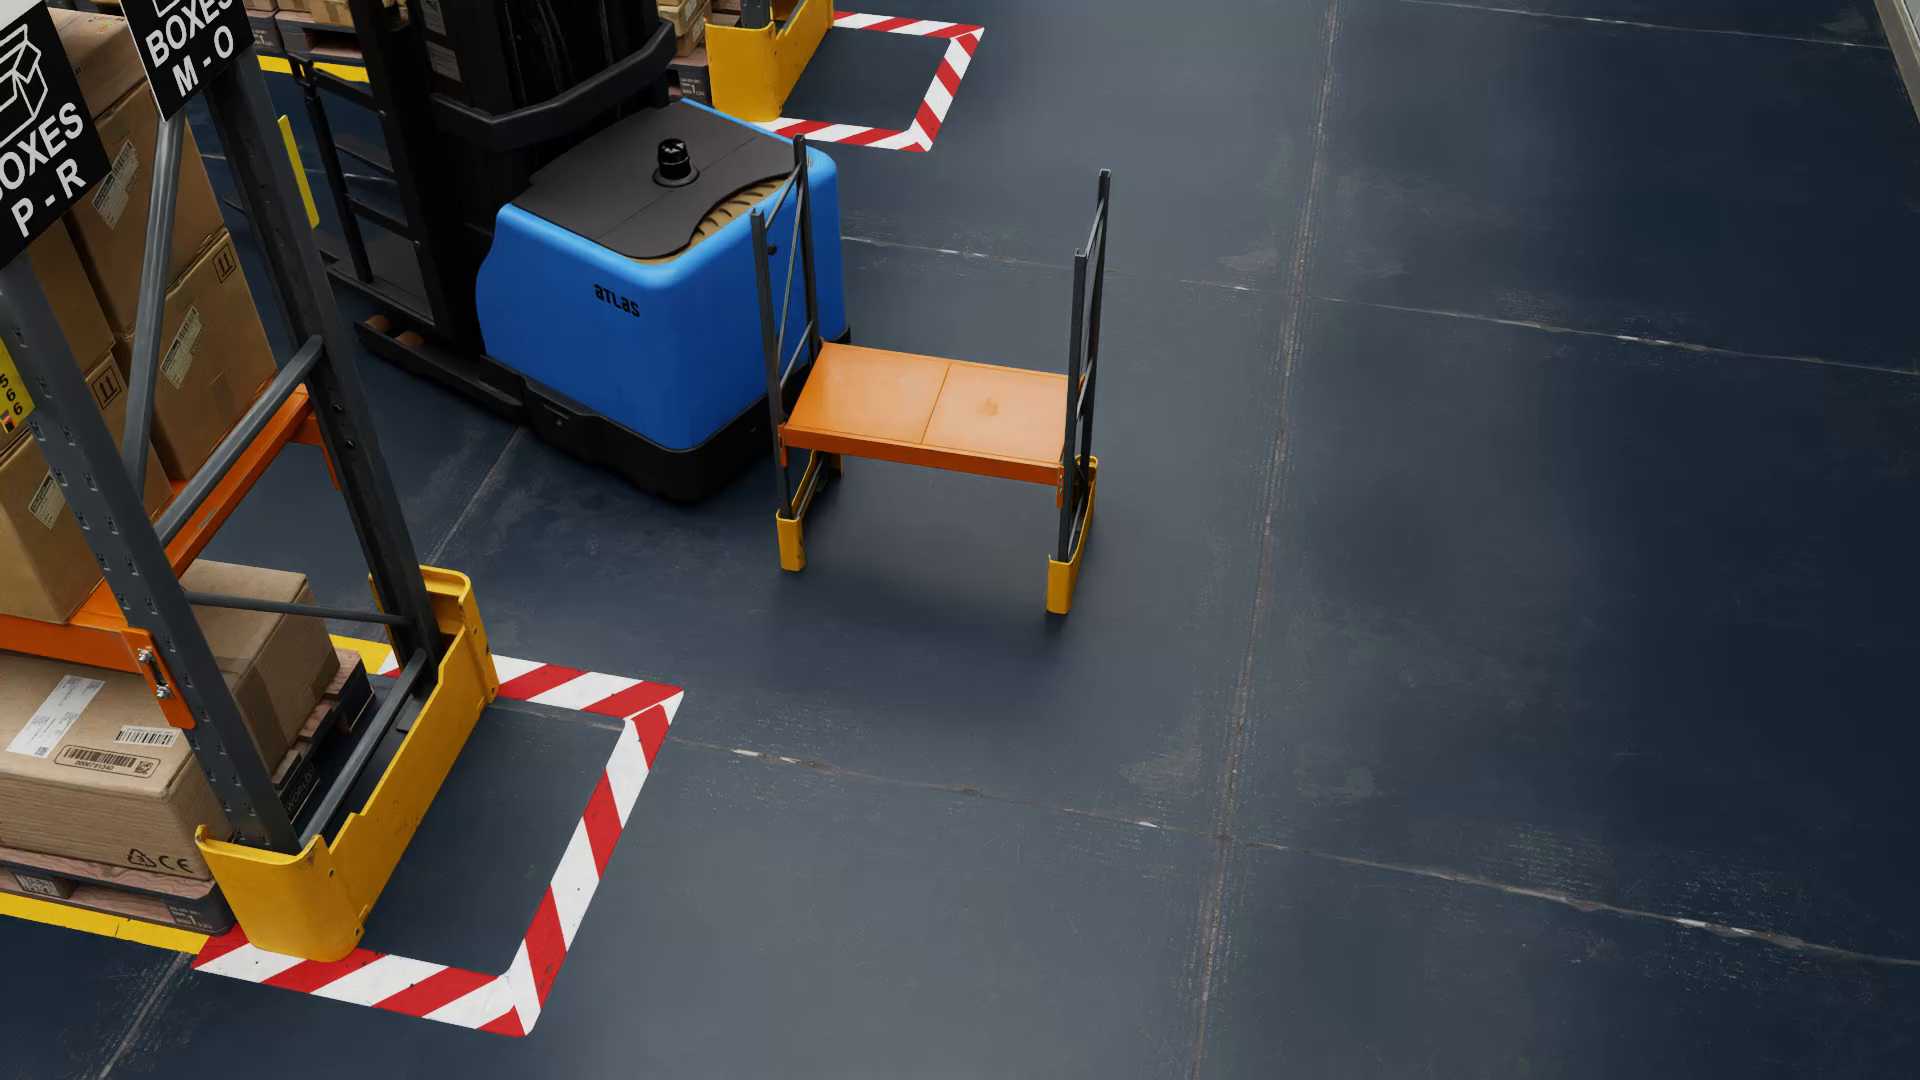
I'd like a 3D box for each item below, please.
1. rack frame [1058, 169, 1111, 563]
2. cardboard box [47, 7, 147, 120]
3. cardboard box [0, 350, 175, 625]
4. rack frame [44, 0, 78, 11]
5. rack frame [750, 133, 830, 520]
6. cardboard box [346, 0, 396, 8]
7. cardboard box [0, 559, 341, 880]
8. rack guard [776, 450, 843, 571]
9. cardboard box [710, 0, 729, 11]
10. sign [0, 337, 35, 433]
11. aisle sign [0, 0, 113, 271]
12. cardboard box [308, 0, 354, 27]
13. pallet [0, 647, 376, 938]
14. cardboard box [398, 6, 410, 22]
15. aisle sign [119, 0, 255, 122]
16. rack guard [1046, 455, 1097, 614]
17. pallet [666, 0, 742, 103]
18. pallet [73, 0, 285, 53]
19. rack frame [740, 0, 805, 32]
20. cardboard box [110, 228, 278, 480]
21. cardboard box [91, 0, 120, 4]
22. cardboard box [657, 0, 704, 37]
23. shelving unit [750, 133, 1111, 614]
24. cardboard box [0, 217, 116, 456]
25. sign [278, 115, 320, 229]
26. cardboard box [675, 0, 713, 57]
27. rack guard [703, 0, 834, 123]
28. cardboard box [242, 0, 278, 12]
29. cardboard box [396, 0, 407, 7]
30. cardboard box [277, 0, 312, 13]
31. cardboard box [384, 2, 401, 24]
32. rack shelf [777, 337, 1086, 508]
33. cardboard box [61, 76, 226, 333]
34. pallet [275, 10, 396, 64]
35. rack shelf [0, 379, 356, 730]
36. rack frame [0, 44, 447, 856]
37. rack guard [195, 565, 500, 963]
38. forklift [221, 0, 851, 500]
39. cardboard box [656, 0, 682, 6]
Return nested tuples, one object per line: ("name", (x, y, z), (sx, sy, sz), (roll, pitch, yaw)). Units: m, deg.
("rack frame", (0.413, -0.476, 5.663), (0.032, 1.500, 0.500), (9, 45, 9))
("cardboard box", (-2.176, -1.111, 3.980), (0.250, 0.149, 0.380), (10, 45, 10))
("cardboard box", (-2.419, -0.170, 4.191), (0.500, 0.500, 0.500), (9, 45, 9))
("rack frame", (-4.811, -4.211, 8.462), (0.127, 3.000, 1.000), (9, 45, 9))
("rack frame", (-0.579, -0.630, 5.823), (0.032, 1.500, 0.500), (9, 45, 9))
("cardboard box", (-3.022, -2.945, 8.685), (0.250, 0.149, 0.380), (9, 45, 9))
("cardboard box", (-2.556, 0.500, 5.113), (0.875, 0.438, 0.875), (7, 44, 8))
("rack guard", (-0.560, -0.177, 6.254), (0.087, 0.250, 0.587), (9, 45, 9))
("cardboard box", (-1.349, -3.025, 8.983), (0.250, 0.149, 0.380), (10, 45, 10))
("sign", (-2.022, -0.377, 3.473), (0.005, 0.325, 0.100), (9, 45, 9))
("aisle sign", (-1.887, -0.956, 3.206), (0.004, 0.787, 0.394), (9, 45, 9))
("cardboard box", (-3.251, -2.893, 8.846), (0.250, 0.149, 0.380), (8, 44, 8))
("pallet", (-2.687, 0.697, 5.374), (1.213, 0.211, 1.003), (9, 45, 9))
("cardboard box", (-2.748, -2.816, 8.766), (0.250, 0.149, 0.380), (10, 45, 10))
("aisle sign", (-1.756, -1.362, 3.627), (0.004, 0.787, 0.394), (9, 45, 9))
("rack guard", (0.412, -0.026, 6.097), (0.087, 0.250, 0.587), (9, 45, 9))
("pallet", (-1.767, -2.759, 8.964), (1.213, 0.211, 1.003), (9, 45, 9))
("pallet", (-4.148, -3.128, 9.348), (1.213, 0.211, 1.003), (9, 45, 9))
("rack frame", (-0.908, -3.605, 7.833), (0.127, 3.000, 1.000), (9, 45, 9))
("cardboard box", (-2.296, -0.543, 4.579), (0.500, 0.500, 0.500), (9, 45, 9))
("cardboard box", (-4.526, -3.063, 9.022), (0.250, 0.149, 0.380), (7, 44, 7))
("cardboard box", (-1.485, -2.723, 8.455), (0.250, 0.149, 0.380), (8, 44, 8))
("shelving unit", (-0.074, -0.552, 5.742), (1.083, 1.500, 0.587), (9, 45, 9))
("cardboard box", (-2.412, -0.548, 3.863), (0.500, 0.500, 0.500), (10, 45, 10))
("sign", (-1.763, -0.955, 4.398), (0.005, 0.325, 0.100), (9, 45, 9))
("cardboard box", (-1.467, -2.668, 8.612), (0.250, 0.149, 0.380), (10, 45, 10))
("rack guard", (-0.982, -2.716, 8.711), (0.348, 0.500, 1.175), (9, 45, 9))
("cardboard box", (-3.754, -3.015, 8.972), (0.250, 0.149, 0.380), (8, 44, 8))
("cardboard box", (-2.747, -2.922, 8.661), (0.250, 0.149, 0.380), (11, 45, 11))
("cardboard box", (-3.484, -2.998, 8.955), (0.250, 0.149, 0.380), (7, 44, 7))
("cardboard box", (-2.978, -2.905, 8.859), (0.250, 0.149, 0.380), (10, 45, 10))
("rack shelf", (-0.083, -0.424, 5.868), (1.000, 0.185, 0.538), (9, 45, 9))
("cardboard box", (-2.296, -0.902, 4.231), (0.500, 0.500, 0.500), (8, 44, 8))
("pallet", (-2.954, -2.945, 9.158), (1.213, 0.211, 1.003), (9, 45, 9))
("rack shelf", (-3.842, -0.284, 4.900), (4.000, 0.370, 1.077), (9, 45, 9))
("rack frame", (-1.890, -0.240, 4.336), (0.127, 3.000, 1.000), (9, 45, 9))
("rack guard", (-1.867, 0.664, 5.199), (0.348, 0.500, 1.175), (9, 45, 9))
("forklift", (-1.937, -2.035, 6.251), (3.031, 2.935, 1.130), (27, 50, 25))
("cardboard box", (-1.480, -2.852, 8.374), (0.250, 0.149, 0.380), (9, 45, 10))
